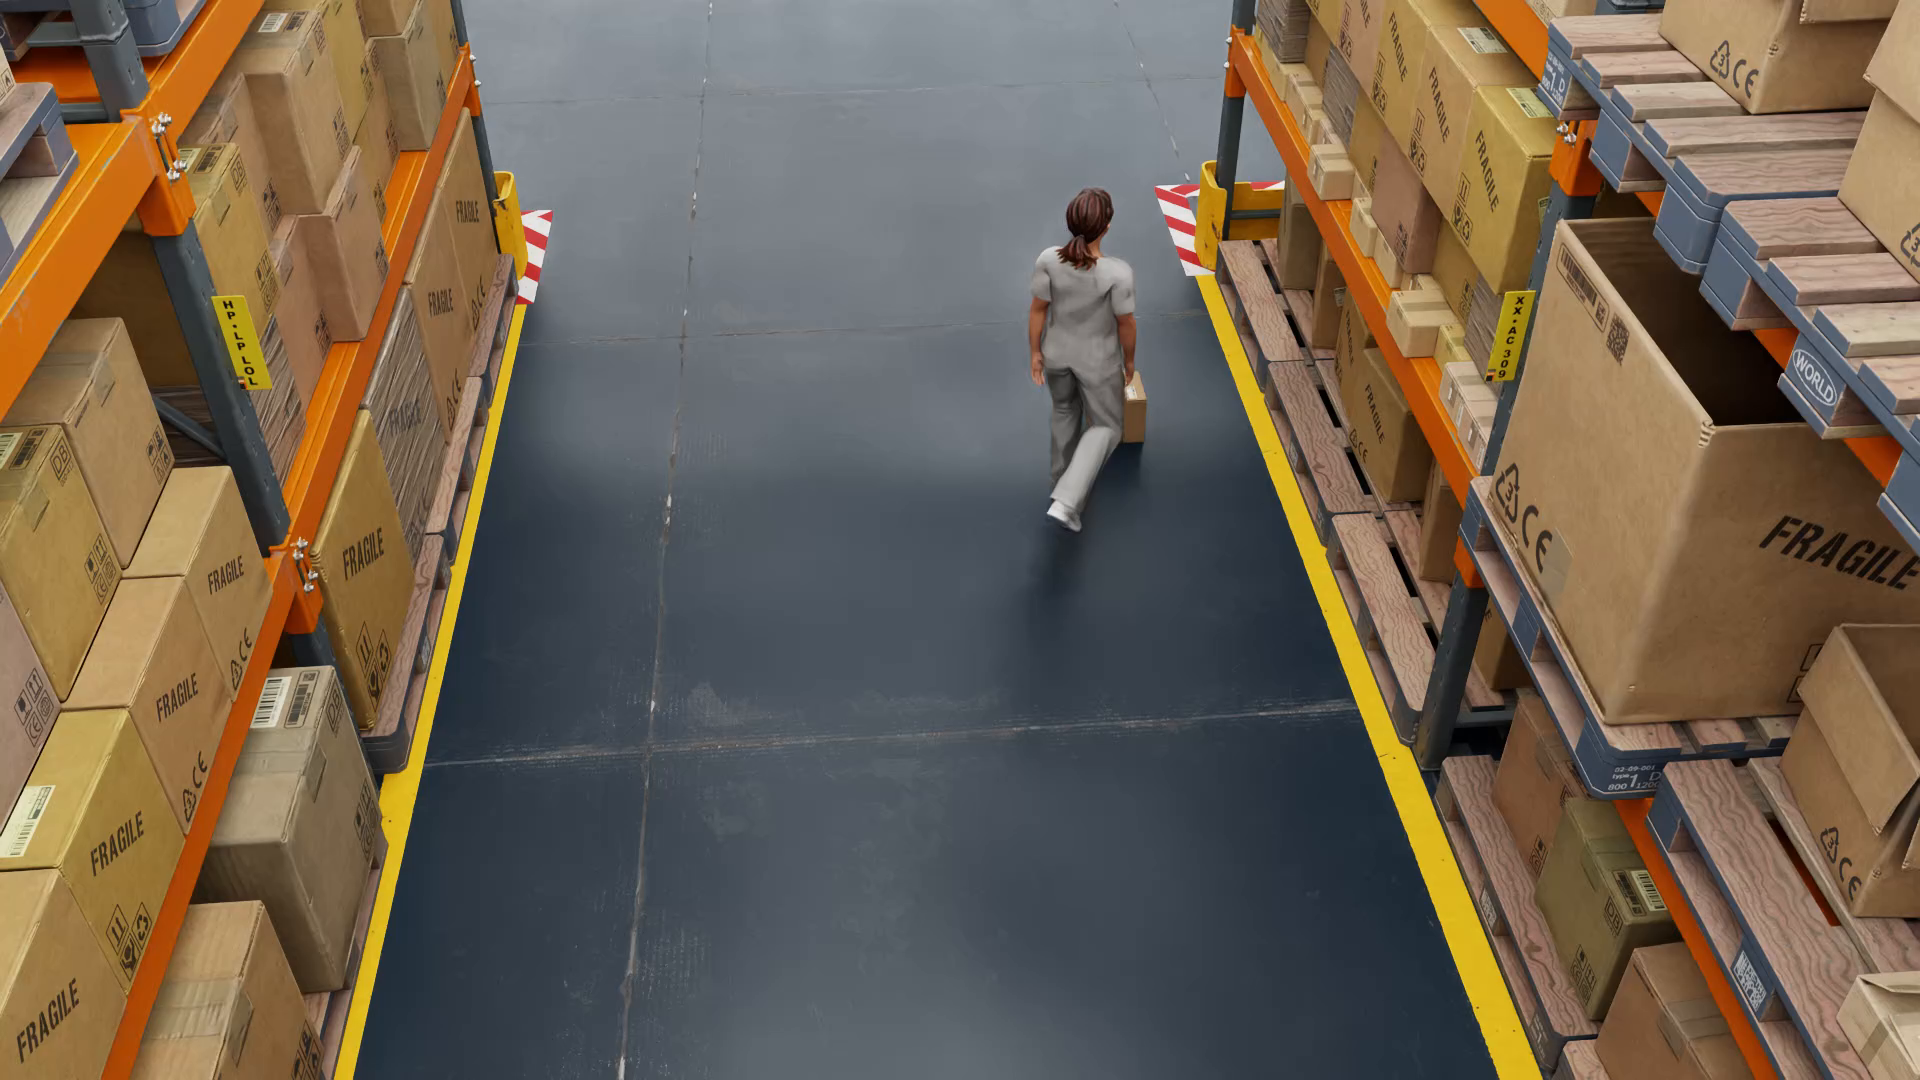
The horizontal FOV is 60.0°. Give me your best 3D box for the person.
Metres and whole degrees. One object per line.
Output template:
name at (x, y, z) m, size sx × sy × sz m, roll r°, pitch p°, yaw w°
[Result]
person at (0.517, -0.760, 7.085) m, size 0.457 × 1.646 × 0.769 m, roll 18°, pitch 43°, yaw 21°
